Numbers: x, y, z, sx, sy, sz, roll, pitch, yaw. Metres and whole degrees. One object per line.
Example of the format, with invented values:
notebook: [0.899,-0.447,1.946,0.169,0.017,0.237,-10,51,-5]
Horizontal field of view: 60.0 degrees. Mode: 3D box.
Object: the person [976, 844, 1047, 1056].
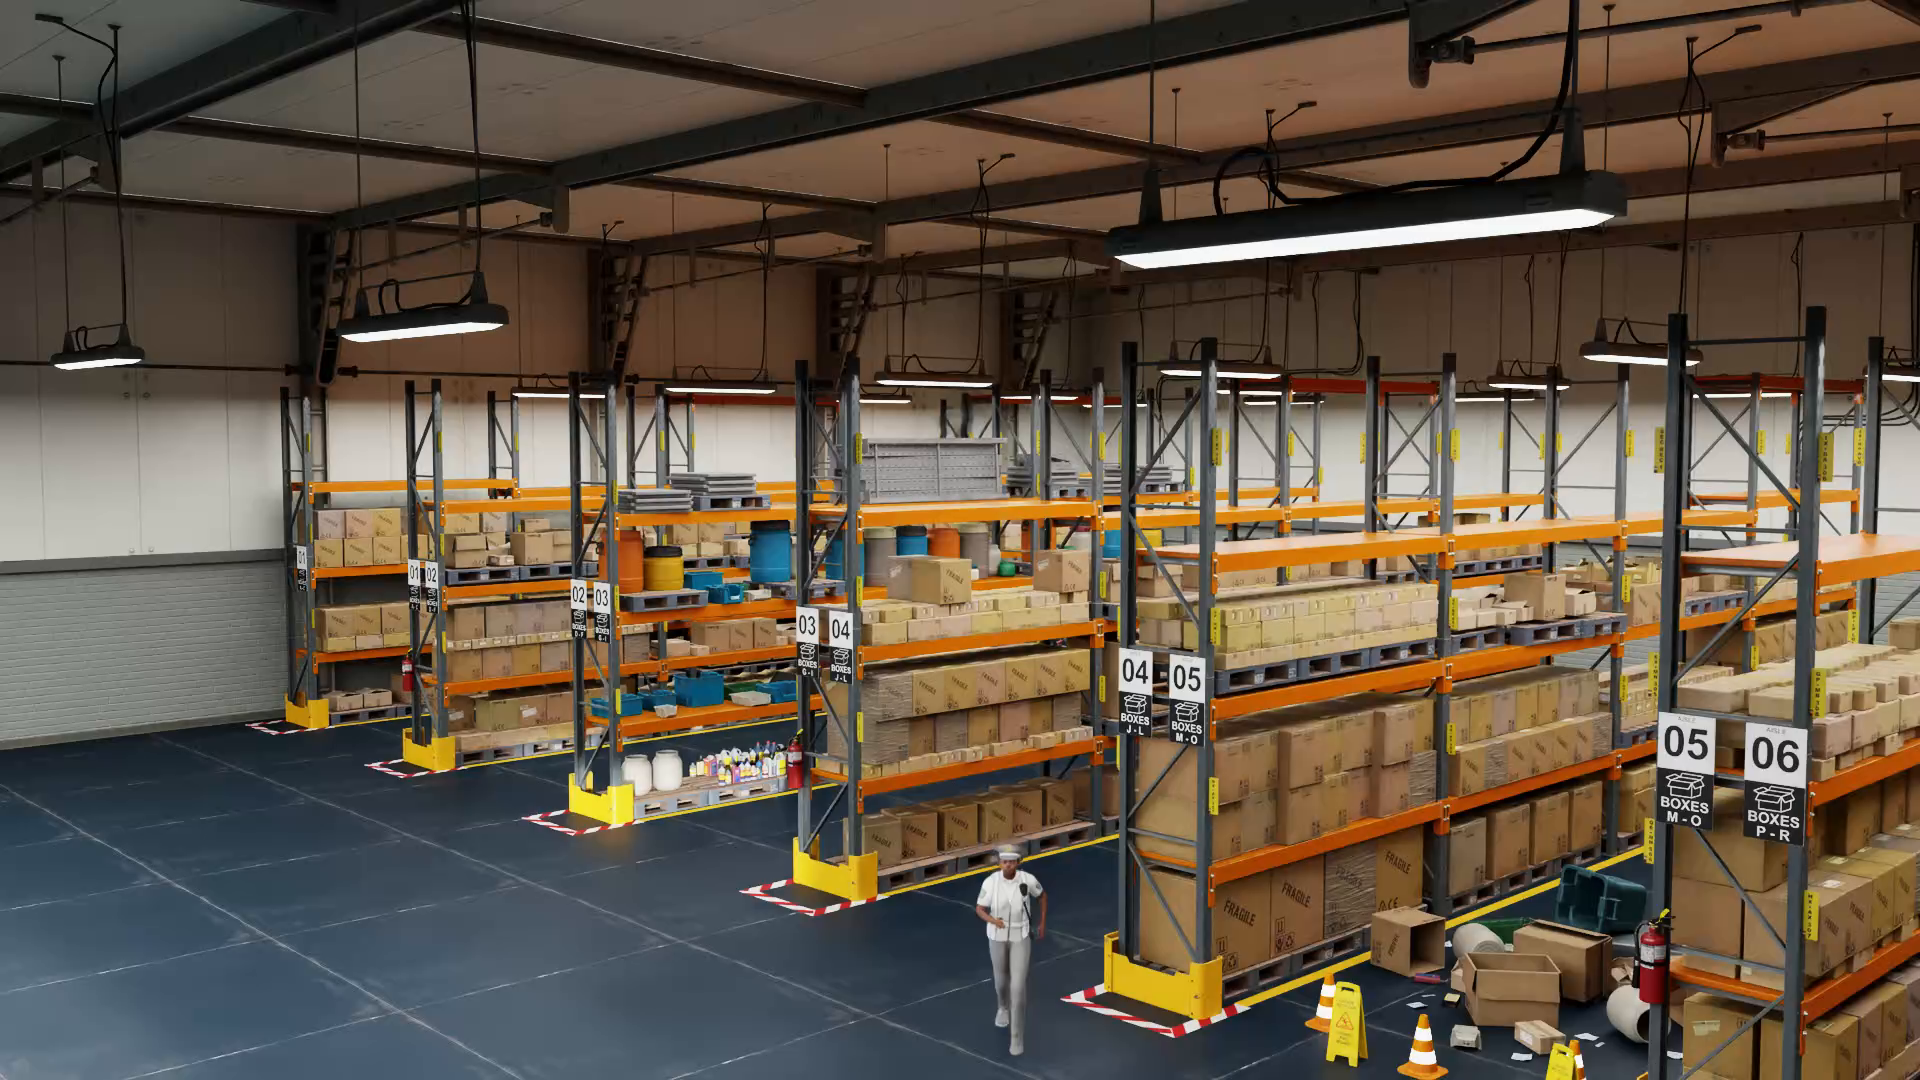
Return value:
person: [0.435,3.420,14.154,0.592,1.746,0.772,0,4,6]
